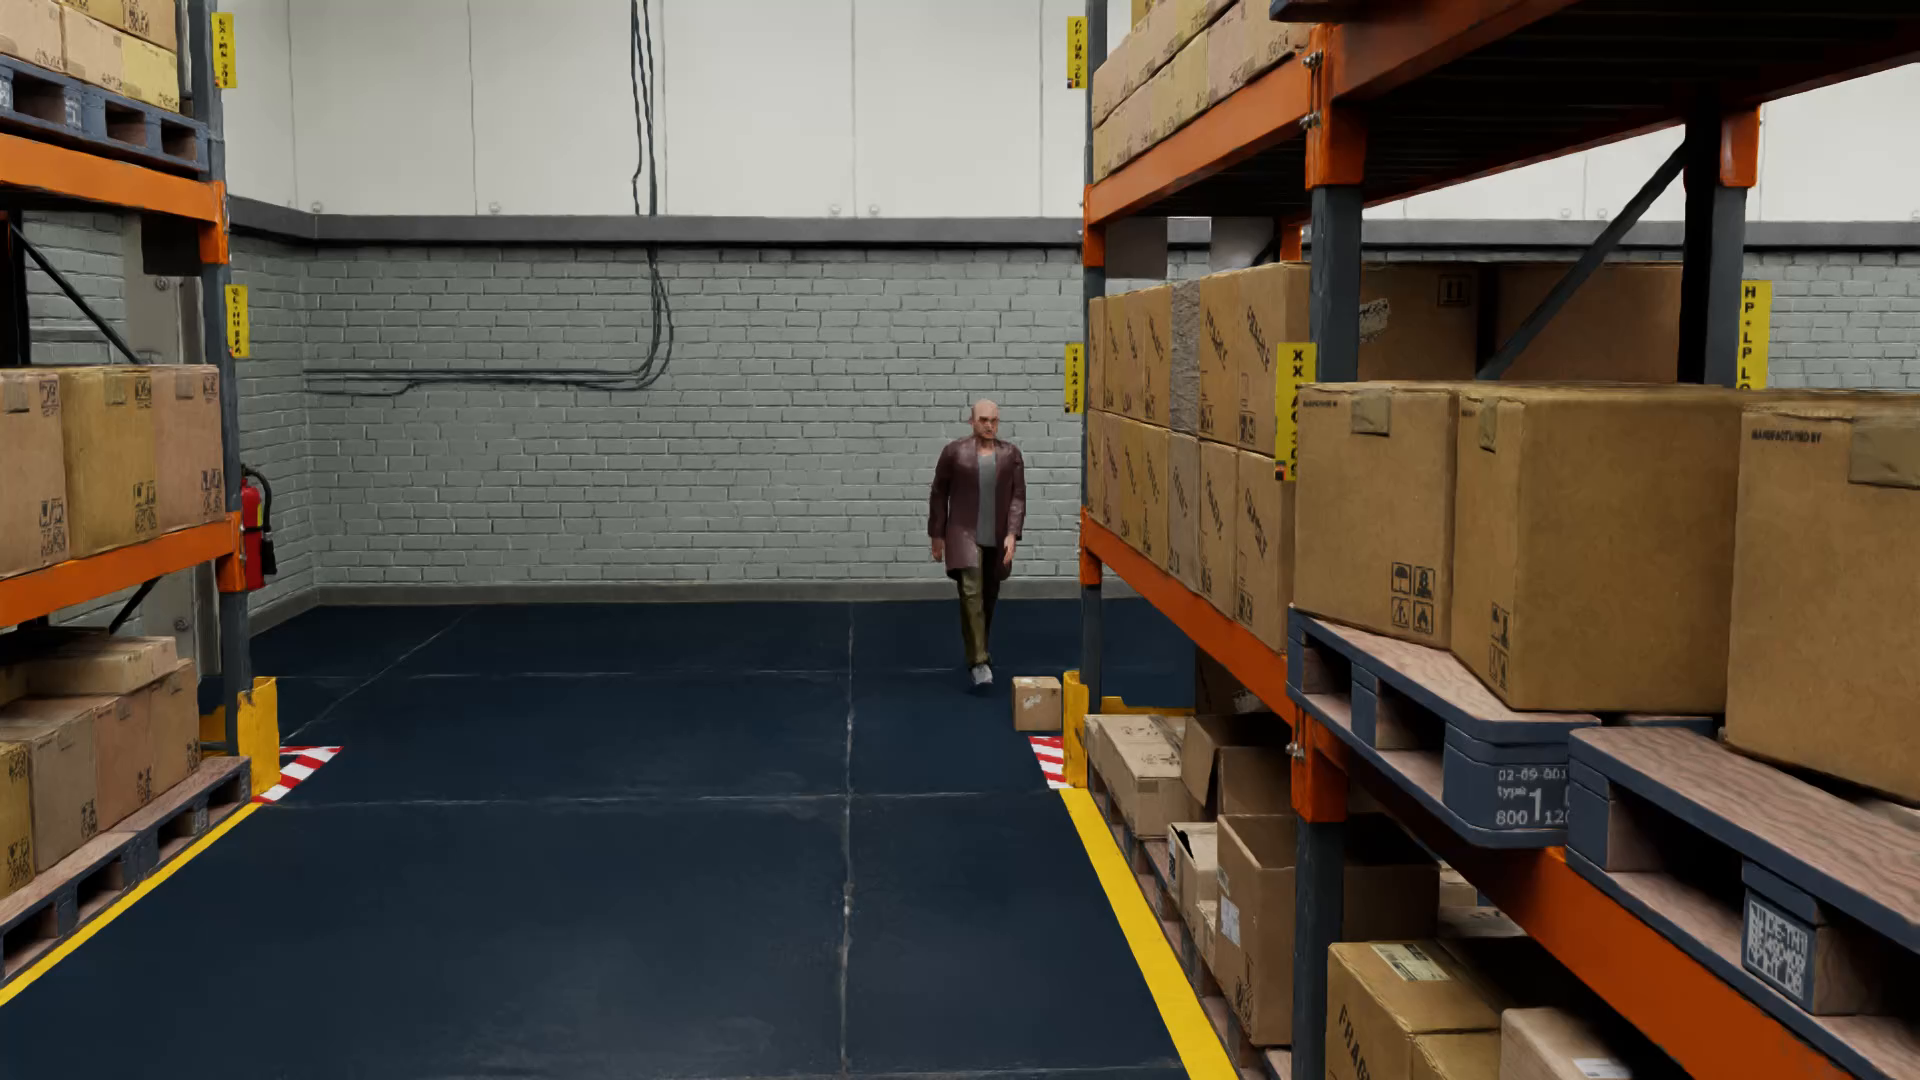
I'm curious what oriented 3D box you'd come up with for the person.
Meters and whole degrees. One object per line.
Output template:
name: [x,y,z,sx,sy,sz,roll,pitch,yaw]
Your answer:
person: [0.136,-0.013,10.333,0.589,1.721,1.072,-2,7,-18]
